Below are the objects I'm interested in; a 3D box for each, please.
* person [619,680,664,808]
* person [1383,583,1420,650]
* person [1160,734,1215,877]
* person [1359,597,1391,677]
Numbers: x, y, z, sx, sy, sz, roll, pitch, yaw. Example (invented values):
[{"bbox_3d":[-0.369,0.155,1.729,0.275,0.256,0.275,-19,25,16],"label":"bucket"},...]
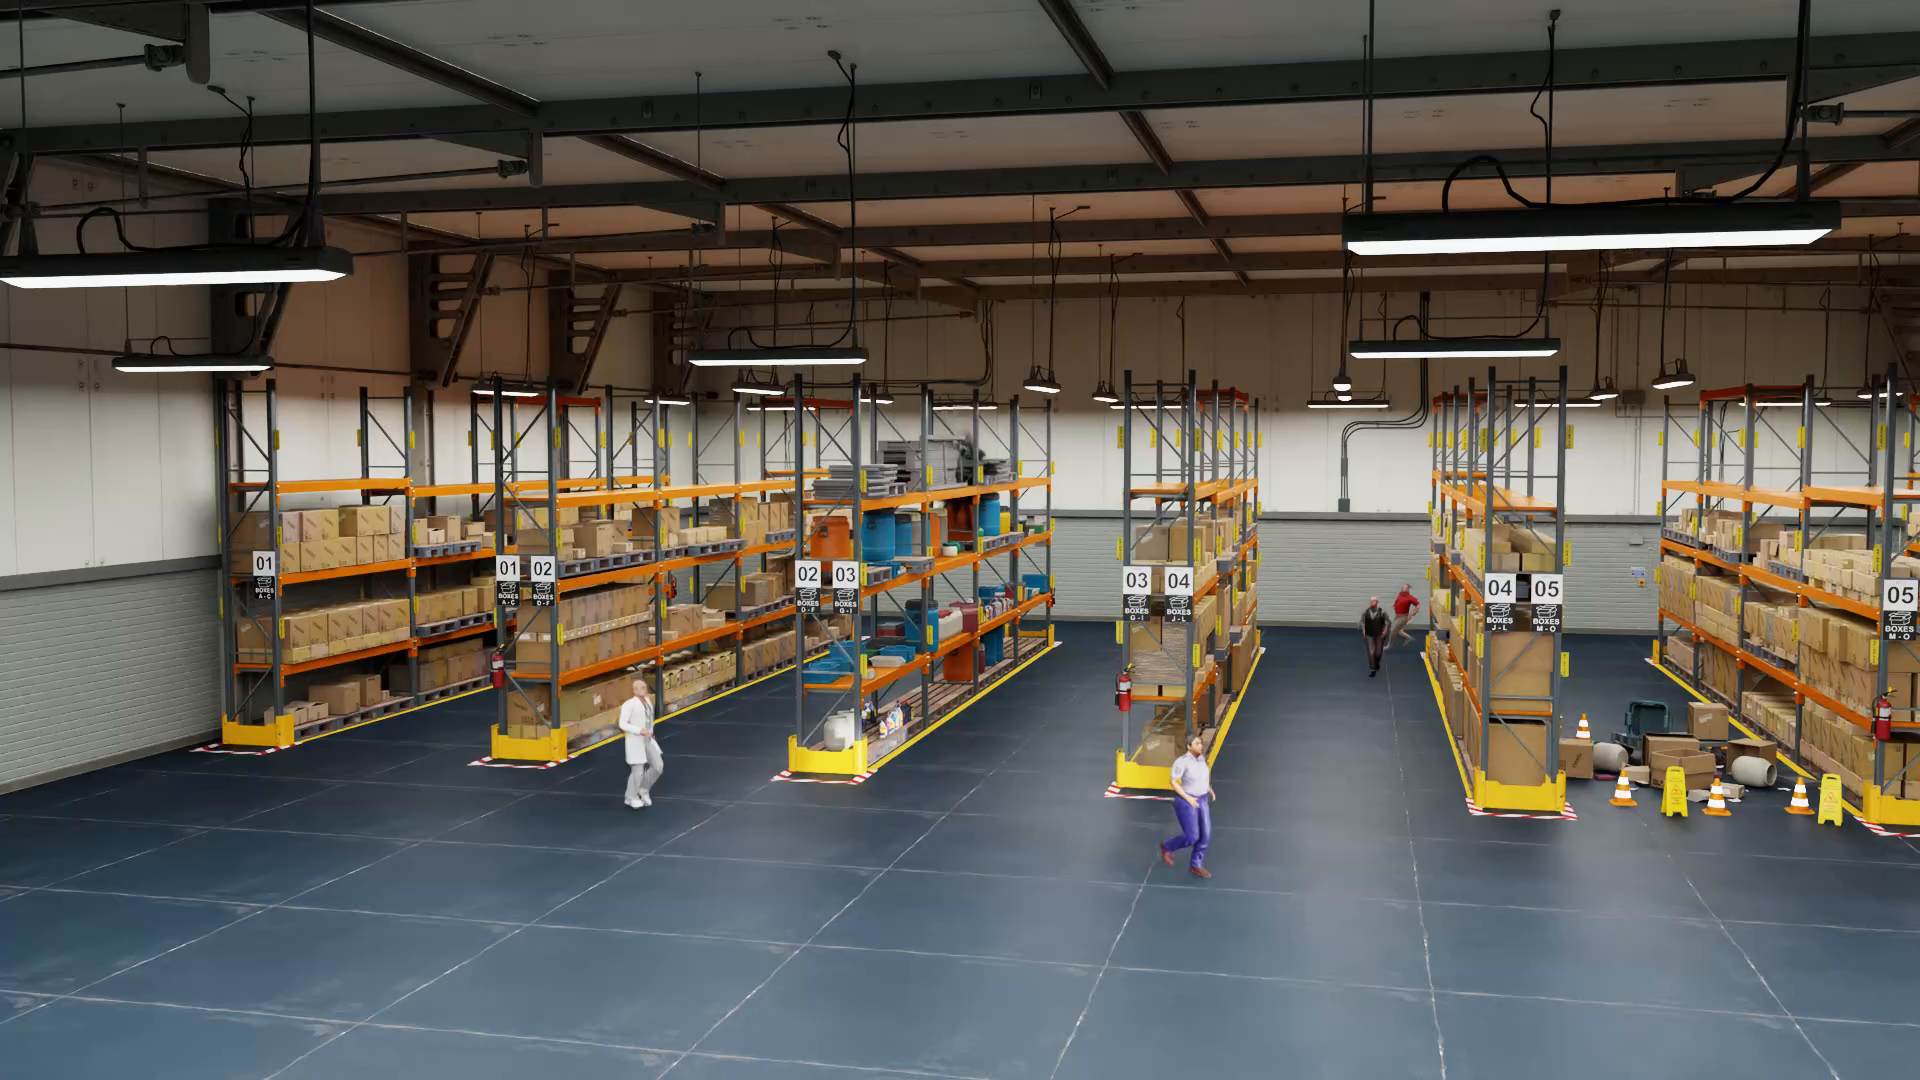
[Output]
[{"bbox_3d":[-4.312,2.772,22.547,0.696,1.757,0.710,2,4,36],"label":"person"},{"bbox_3d":[10.526,1.840,39.555,0.743,1.642,0.756,-1,3,-10],"label":"person"},{"bbox_3d":[2.652,3.055,19.244,0.629,1.617,0.628,-3,5,-44],"label":"person"},{"bbox_3d":[8.806,2.050,35.314,0.661,1.691,0.544,1,4,21],"label":"person"}]
